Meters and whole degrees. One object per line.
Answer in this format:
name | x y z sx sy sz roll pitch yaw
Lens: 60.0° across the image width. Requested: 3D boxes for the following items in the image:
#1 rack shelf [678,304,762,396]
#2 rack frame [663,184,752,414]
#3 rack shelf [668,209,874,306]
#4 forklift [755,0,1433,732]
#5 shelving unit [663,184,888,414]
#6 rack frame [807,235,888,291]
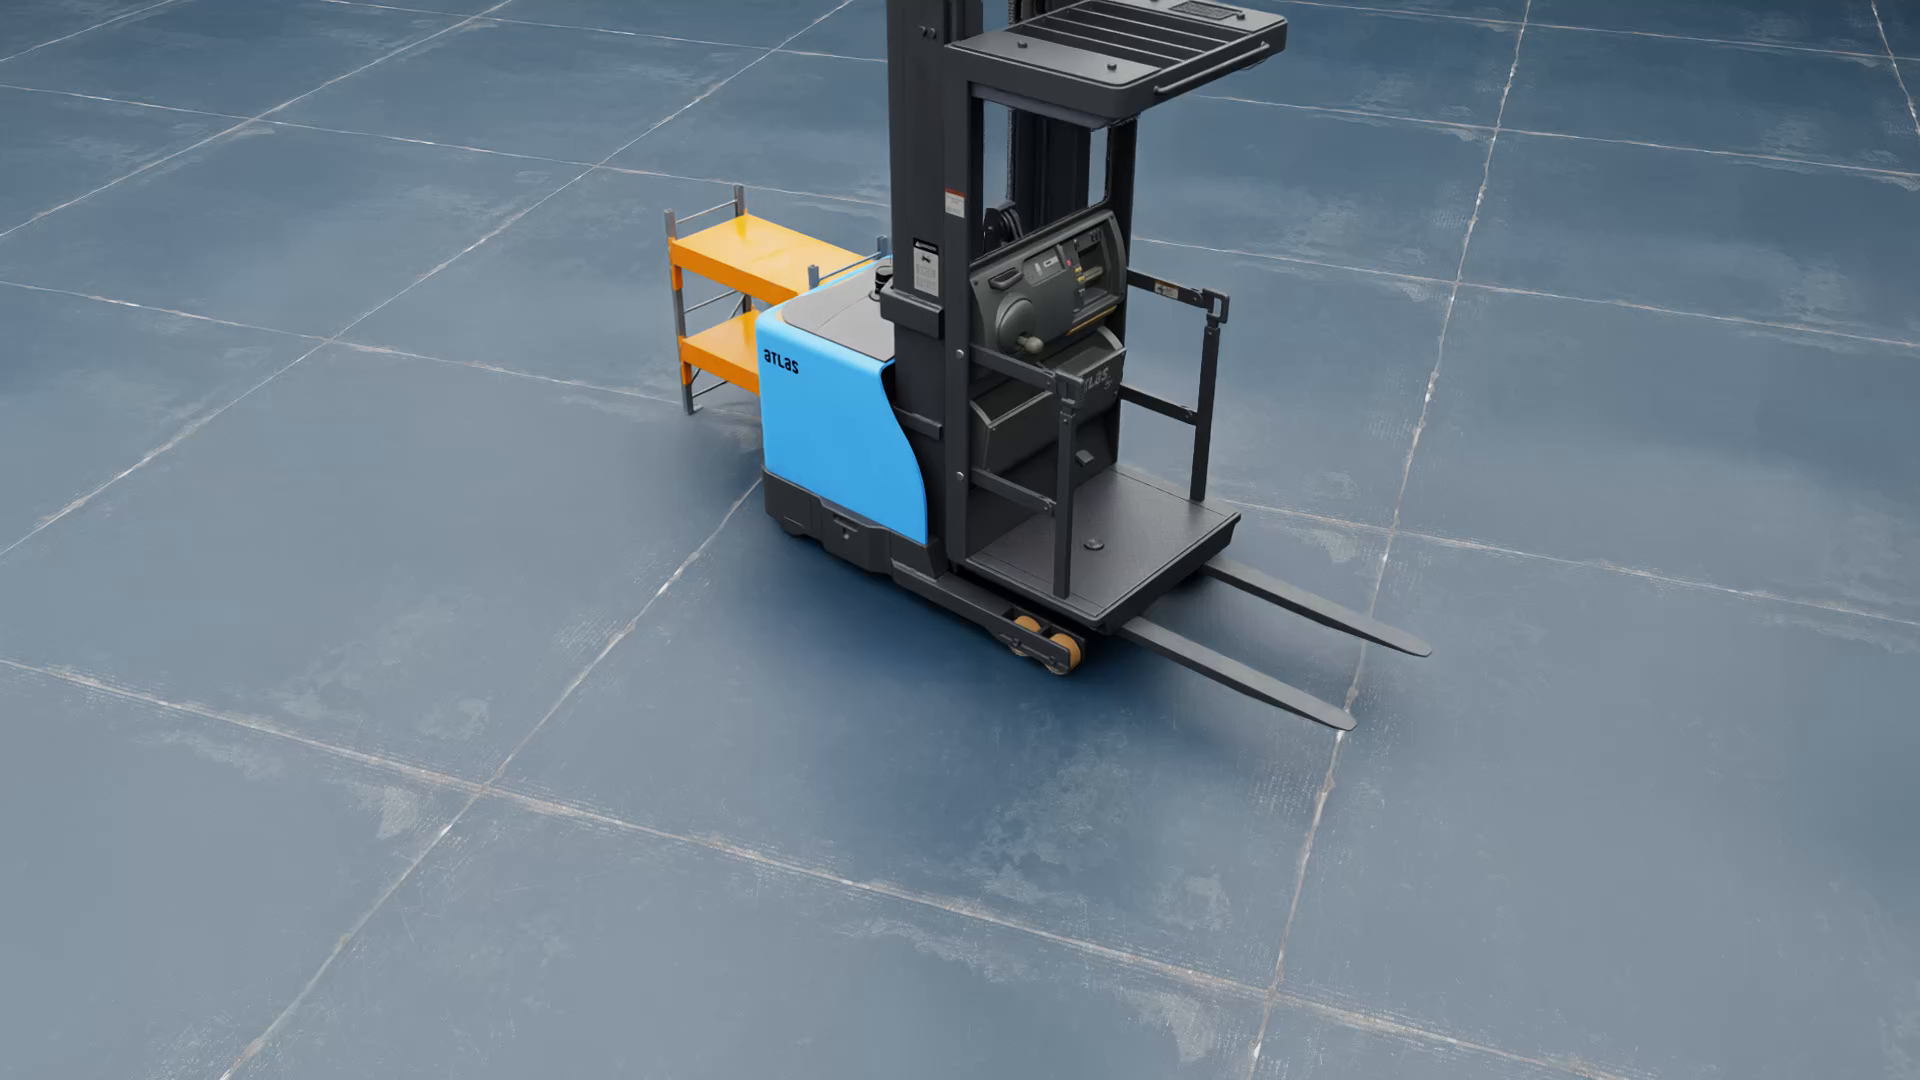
rack shelf | -0.903 -0.854 8.487 1.000 0.278 0.538 26 41 34
rack frame | -1.283 -1.242 8.637 0.032 1.125 0.500 26 41 34
rack shelf | -0.903 -1.305 8.195 1.000 0.278 0.538 26 41 34
forklift | 0.528 -0.999 6.595 3.031 2.935 1.130 25 40 33
shelving unit | -0.903 -1.060 8.354 1.048 1.125 0.538 26 41 34
rack frame | -0.522 -0.877 8.071 0.032 1.125 0.500 26 41 34
